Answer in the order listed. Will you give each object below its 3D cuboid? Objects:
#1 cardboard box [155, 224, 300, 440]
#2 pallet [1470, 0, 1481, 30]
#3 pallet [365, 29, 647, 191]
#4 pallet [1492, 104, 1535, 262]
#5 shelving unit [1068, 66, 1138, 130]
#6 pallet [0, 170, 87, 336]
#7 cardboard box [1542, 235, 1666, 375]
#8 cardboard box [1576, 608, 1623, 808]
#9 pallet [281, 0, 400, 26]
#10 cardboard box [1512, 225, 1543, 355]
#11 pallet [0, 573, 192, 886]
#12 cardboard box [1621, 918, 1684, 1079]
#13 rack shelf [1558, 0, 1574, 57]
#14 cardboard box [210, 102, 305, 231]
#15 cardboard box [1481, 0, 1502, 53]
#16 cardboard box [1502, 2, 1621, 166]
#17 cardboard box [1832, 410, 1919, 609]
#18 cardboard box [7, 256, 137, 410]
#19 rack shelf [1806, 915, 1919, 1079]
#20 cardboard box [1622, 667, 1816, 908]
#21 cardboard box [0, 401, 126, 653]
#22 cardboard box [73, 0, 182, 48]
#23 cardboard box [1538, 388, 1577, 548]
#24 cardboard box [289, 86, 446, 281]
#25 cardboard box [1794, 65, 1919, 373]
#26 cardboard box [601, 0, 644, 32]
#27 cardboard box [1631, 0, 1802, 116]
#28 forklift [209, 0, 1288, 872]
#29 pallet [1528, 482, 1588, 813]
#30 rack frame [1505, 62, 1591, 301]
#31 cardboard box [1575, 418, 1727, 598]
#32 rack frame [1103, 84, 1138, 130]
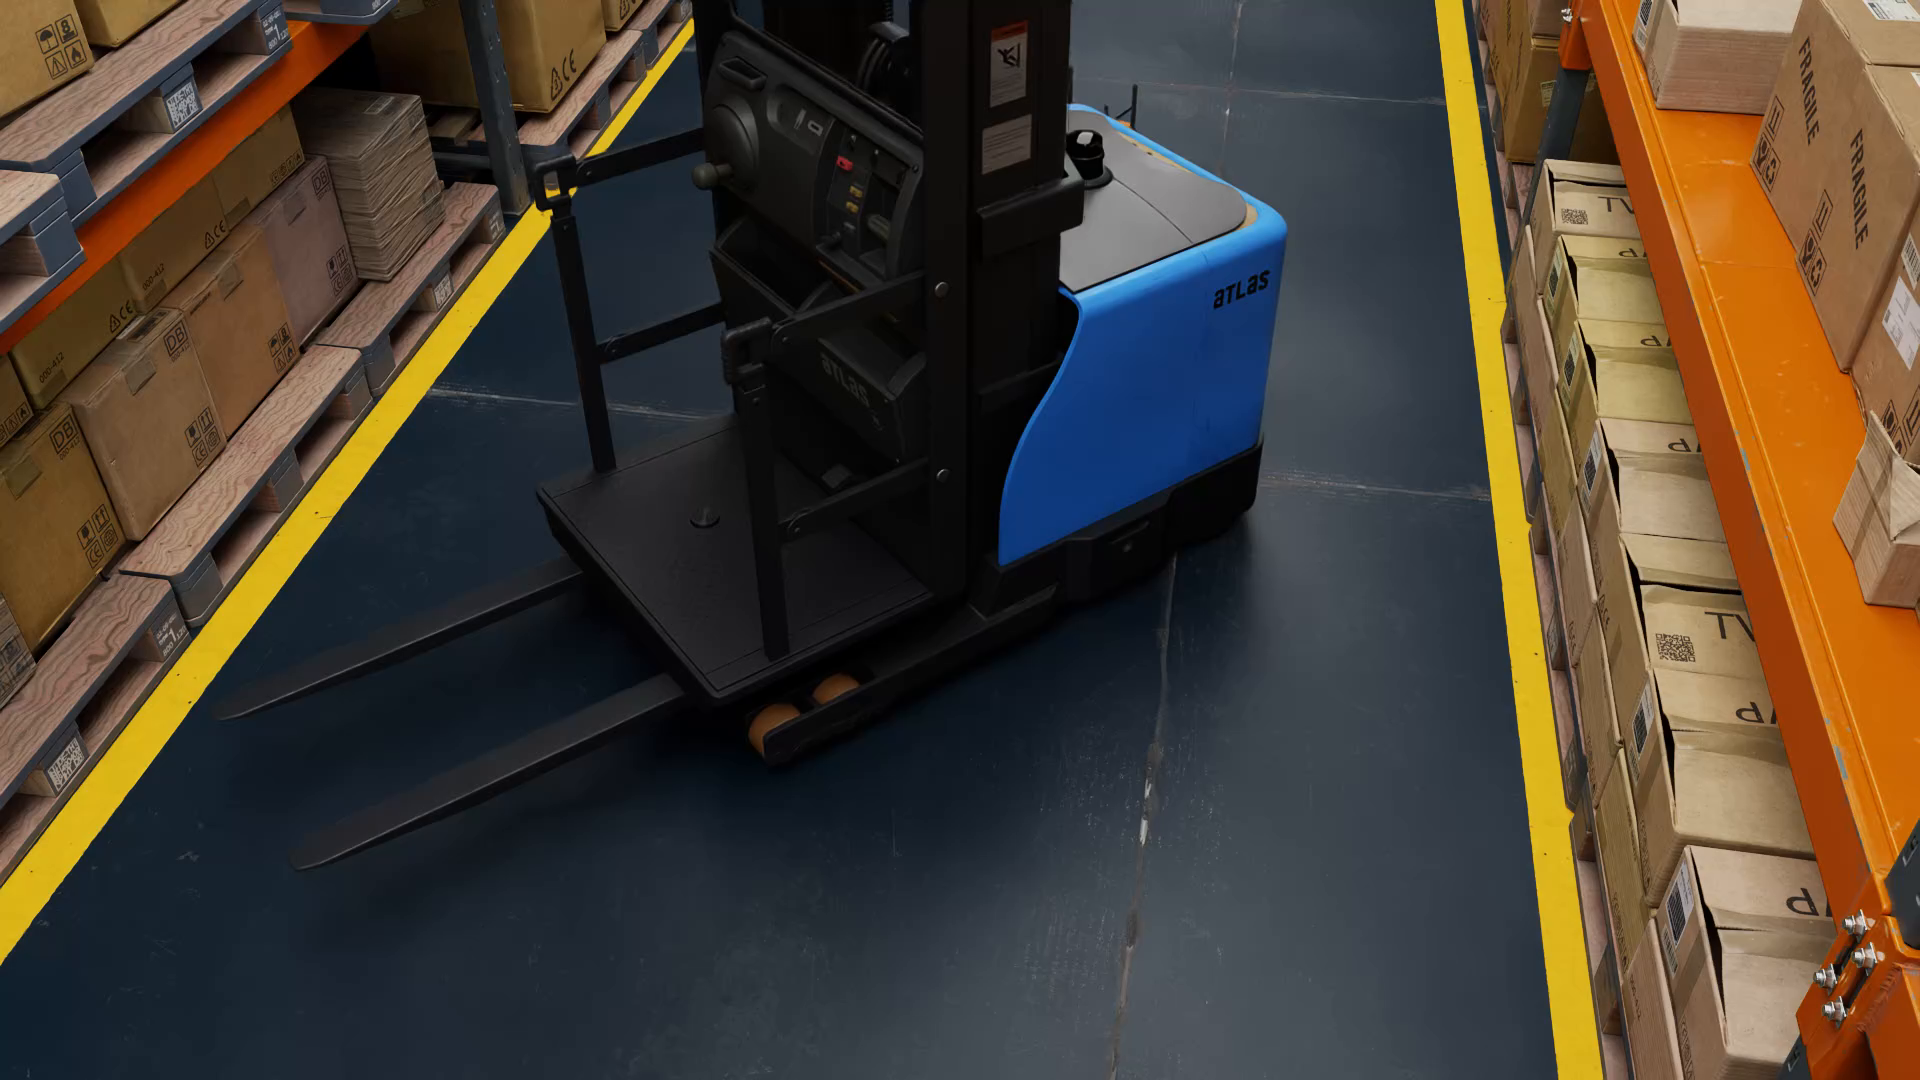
[{"bbox_3d":[-2.628,-0.700,5.359,0.700,0.500,0.500,6,40,7],"label":"cardboard box"},{"bbox_3d":[3.175,-2.954,8.657,1.003,0.211,1.213,6,40,8],"label":"pallet"},{"bbox_3d":[-2.083,-1.988,7.489,1.003,0.211,1.213,6,40,8],"label":"pallet"},{"bbox_3d":[2.753,-1.422,6.805,1.003,0.211,1.213,6,40,8],"label":"pallet"},{"bbox_3d":[0.416,-1.066,5.716,0.252,1.050,0.215,24,45,26],"label":"shelving unit"},{"bbox_3d":[-2.710,-0.456,3.598,1.003,0.211,1.213,6,40,8],"label":"pallet"},{"bbox_3d":[2.124,-0.724,5.160,0.500,0.311,0.500,5,40,7],"label":"cardboard box"},{"bbox_3d":[1.858,0.445,4.186,0.500,0.250,0.500,7,40,9],"label":"cardboard box"},{"bbox_3d":[-2.312,-2.044,5.518,1.213,0.211,1.003,6,40,8],"label":"pallet"},{"bbox_3d":[2.206,-0.839,5.739,0.500,0.250,0.500,6,40,8],"label":"cardboard box"},{"bbox_3d":[-2.852,0.520,4.456,1.003,0.211,1.213,6,40,8],"label":"pallet"},{"bbox_3d":[1.680,1.083,3.414,0.500,0.250,0.500,6,40,7],"label":"cardboard box"},{"bbox_3d":[2.932,-3.011,7.102,1.077,0.370,4.000,6,40,8],"label":"rack shelf"},{"bbox_3d":[-2.527,-1.263,5.452,0.500,0.250,0.500,7,40,9],"label":"cardboard box"},{"bbox_3d":[2.691,-2.507,7.544,0.500,0.500,0.500,5,40,6],"label":"cardboard box"},{"bbox_3d":[2.517,-1.852,6.752,0.500,0.500,0.500,8,40,9],"label":"cardboard box"},{"bbox_3d":[1.865,-0.043,3.053,0.396,0.266,0.258,5,40,7],"label":"cardboard box"},{"bbox_3d":[-2.715,-0.629,4.685,0.500,0.250,0.500,5,40,6],"label":"cardboard box"},{"bbox_3d":[1.548,2.010,1.029,1.077,0.370,4.000,6,40,8],"label":"rack shelf"},{"bbox_3d":[1.766,0.546,3.623,0.500,0.311,0.500,7,40,9],"label":"cardboard box"},{"bbox_3d":[-2.835,-0.066,4.592,0.700,0.500,0.500,6,40,7],"label":"cardboard box"},{"bbox_3d":[-2.559,-1.704,4.534,0.700,0.500,0.500,6,40,8],"label":"cardboard box"},{"bbox_3d":[2.036,-0.196,4.961,0.500,0.250,0.500,5,40,6],"label":"cardboard box"},{"bbox_3d":[-2.367,-1.325,6.115,0.700,0.500,0.500,7,40,8],"label":"cardboard box"},{"bbox_3d":[2.221,-0.686,3.647,0.500,0.500,0.500,6,40,8],"label":"cardboard box"},{"bbox_3d":[-1.879,-2.906,7.768,0.750,0.750,0.750,6,40,7],"label":"cardboard box"},{"bbox_3d":[2.241,-1.458,4.730,0.500,0.311,0.500,6,40,7],"label":"cardboard box"},{"bbox_3d":[-0.550,-0.909,4.049,3.031,2.935,1.130,-25,46,-27],"label":"forklift"},{"bbox_3d":[2.192,0.318,4.700,1.003,0.211,1.213,6,40,8],"label":"pallet"},{"bbox_3d":[2.586,-2.033,5.355,1.000,3.000,0.127,6,40,8],"label":"rack frame"},{"bbox_3d":[1.945,-0.082,4.383,0.500,0.311,0.500,6,40,7],"label":"cardboard box"},{"bbox_3d":[0.516,-1.022,5.662,0.008,1.050,0.200,24,45,26],"label":"rack frame"}]
